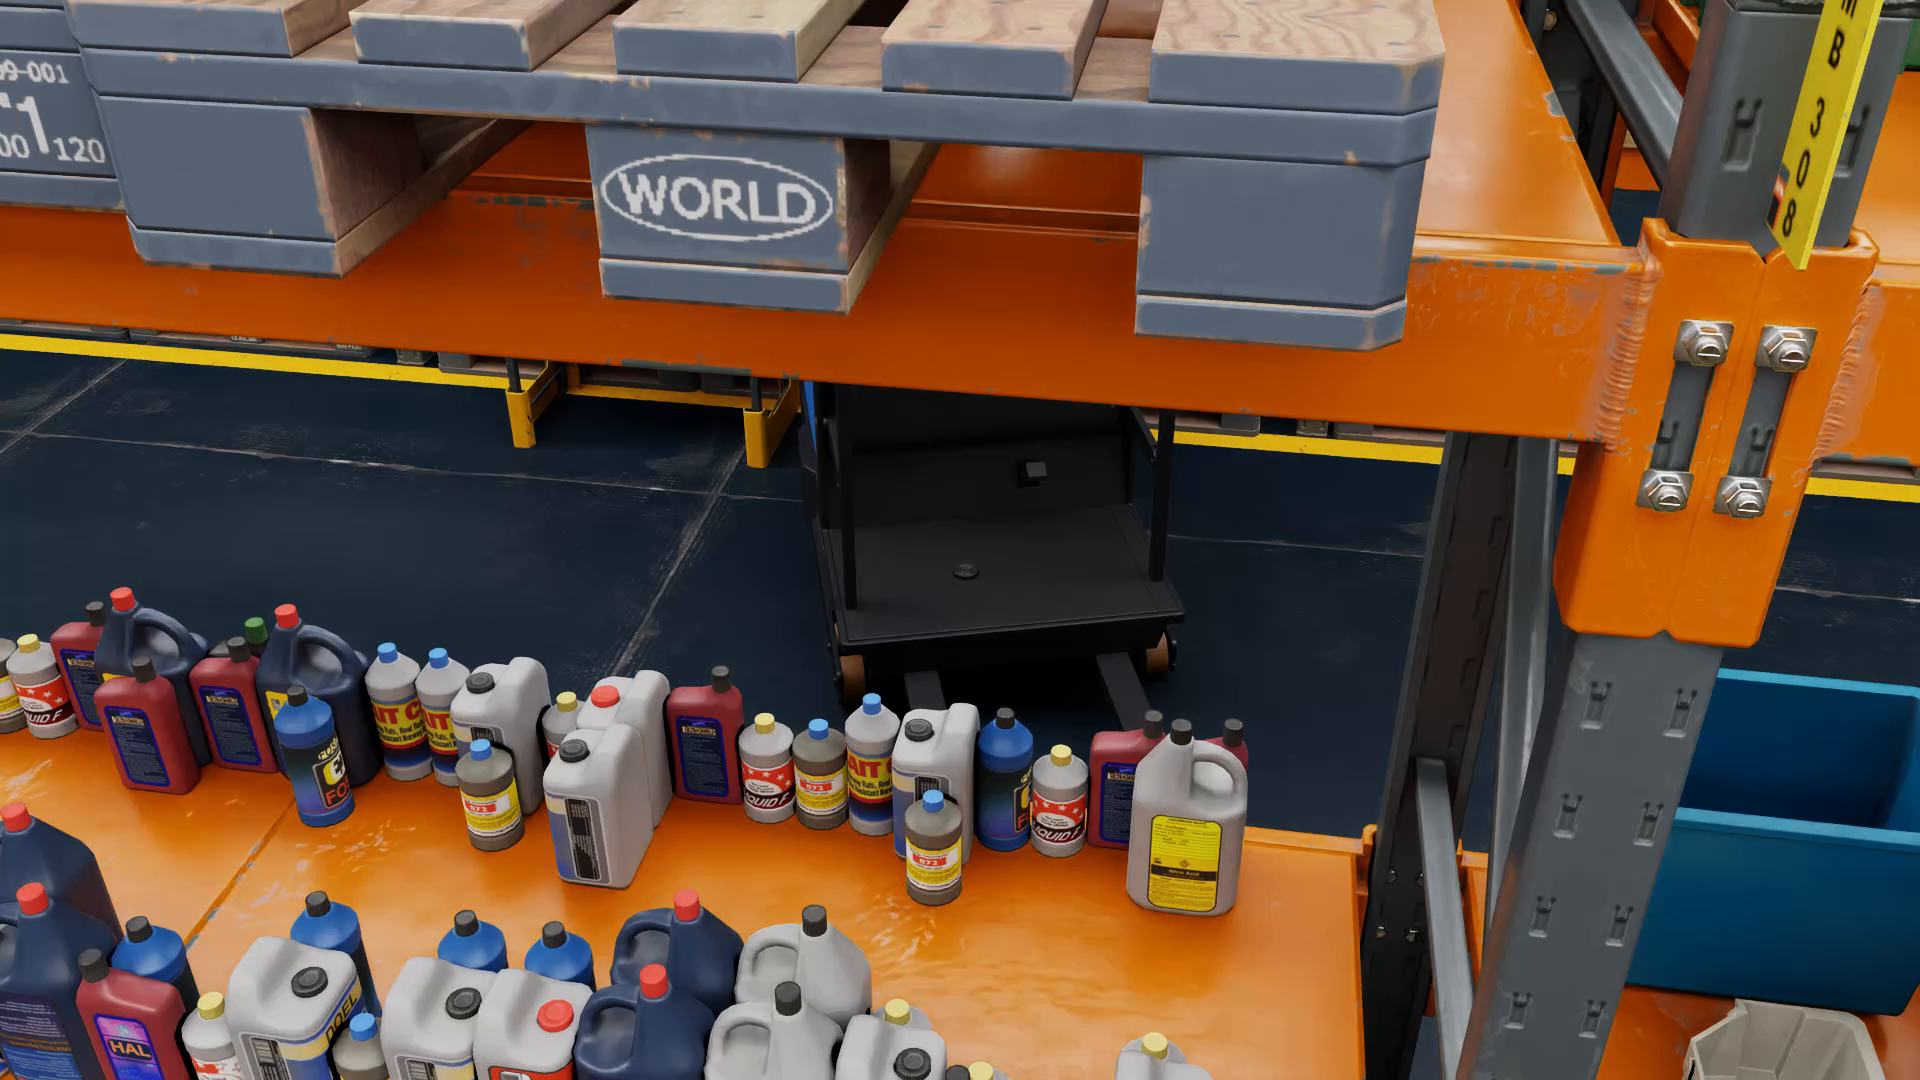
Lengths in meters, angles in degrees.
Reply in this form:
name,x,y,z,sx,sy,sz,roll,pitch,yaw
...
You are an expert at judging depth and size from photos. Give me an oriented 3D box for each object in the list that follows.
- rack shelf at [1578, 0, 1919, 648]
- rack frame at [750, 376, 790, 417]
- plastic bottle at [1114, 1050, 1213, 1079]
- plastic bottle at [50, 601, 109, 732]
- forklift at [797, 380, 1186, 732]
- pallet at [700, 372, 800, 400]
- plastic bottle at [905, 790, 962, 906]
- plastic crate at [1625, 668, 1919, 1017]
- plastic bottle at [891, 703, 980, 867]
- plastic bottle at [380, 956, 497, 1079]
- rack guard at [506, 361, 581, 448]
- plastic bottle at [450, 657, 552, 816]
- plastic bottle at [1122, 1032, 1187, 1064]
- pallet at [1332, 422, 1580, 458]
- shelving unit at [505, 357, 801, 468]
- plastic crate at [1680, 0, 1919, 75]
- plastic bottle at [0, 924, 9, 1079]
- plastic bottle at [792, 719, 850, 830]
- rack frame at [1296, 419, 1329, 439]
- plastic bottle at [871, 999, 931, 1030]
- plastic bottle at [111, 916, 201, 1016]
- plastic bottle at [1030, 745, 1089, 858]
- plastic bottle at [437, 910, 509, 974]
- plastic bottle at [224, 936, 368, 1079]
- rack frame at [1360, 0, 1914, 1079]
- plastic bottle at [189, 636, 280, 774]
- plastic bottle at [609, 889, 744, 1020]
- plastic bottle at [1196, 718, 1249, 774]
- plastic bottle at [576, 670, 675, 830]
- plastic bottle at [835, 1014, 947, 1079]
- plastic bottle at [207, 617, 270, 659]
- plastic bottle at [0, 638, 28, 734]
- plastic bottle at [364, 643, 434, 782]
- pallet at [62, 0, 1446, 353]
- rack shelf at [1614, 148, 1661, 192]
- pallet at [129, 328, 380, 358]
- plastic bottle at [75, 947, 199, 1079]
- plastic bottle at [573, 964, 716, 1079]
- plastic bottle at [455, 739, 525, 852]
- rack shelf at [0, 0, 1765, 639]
name,x,y,z,sx,sy,sz,roll,pitch,yaw
rack shelf,2.683,-0.157,1.525,4.000,0.370,1.077,5,32,8
rack frame,-0.773,-1.081,6.563,0.032,1.500,0.500,5,32,8
plastic bottle,0.268,0.817,2.234,0.135,0.276,0.152,5,32,8
plastic bottle,-1.635,0.238,3.153,0.133,0.283,0.061,5,32,8
forklift,0.100,-0.913,4.946,1.130,2.935,3.031,-5,32,-8
pallet,-0.466,-0.938,7.550,1.213,0.211,1.003,5,32,8
plastic bottle,-0.044,0.508,2.798,0.097,0.201,0.097,0,32,0
plastic crate,1.229,0.475,2.622,0.575,0.384,0.392,5,32,8
plastic bottle,-0.042,0.410,2.885,0.135,0.276,0.152,5,32,8
plastic bottle,-0.722,0.727,2.378,0.135,0.276,0.152,5,32,8
rack guard,-1.757,-0.640,7.036,0.087,0.250,0.587,5,32,8
plastic bottle,-0.822,0.339,2.998,0.135,0.276,0.152,5,32,8
plastic bottle,0.271,0.782,2.361,0.097,0.201,0.097,0,32,0
pallet,2.225,-0.716,7.195,1.213,0.211,1.003,5,32,8
shelving unit,-1.266,-1.125,6.634,1.083,1.500,0.587,5,32,8
plastic crate,1.180,-0.671,1.868,0.662,0.188,0.450,5,32,8
plastic bottle,-1.493,0.658,2.489,0.135,0.276,0.152,5,32,8
plastic bottle,-0.247,0.408,2.958,0.097,0.201,0.097,0,32,0
rack frame,1.548,-1.960,6.554,0.127,3.000,1.000,5,32,8
plastic bottle,-0.089,0.749,2.413,0.097,0.201,0.097,0,32,0
plastic bottle,-1.190,0.669,2.476,0.097,0.271,0.097,0,32,0
plastic bottle,0.173,0.446,2.897,0.097,0.201,0.097,0,32,0
plastic bottle,-0.719,0.662,2.486,0.097,0.271,0.097,0,32,0
plastic bottle,-0.950,0.707,2.411,0.135,0.276,0.152,5,32,8
rack frame,0.711,0.631,2.415,0.127,3.000,1.000,5,32,8
plastic bottle,-1.331,0.298,3.056,0.133,0.283,0.061,5,32,8
plastic bottle,-0.408,0.649,2.433,0.185,0.351,0.144,5,32,8
plastic bottle,0.422,0.424,2.855,0.133,0.283,0.061,5,32,8
plastic bottle,-0.594,0.360,2.965,0.135,0.276,0.152,5,32,8
plastic bottle,-0.092,0.784,2.287,0.135,0.276,0.152,5,32,8
plastic bottle,-1.321,0.266,3.107,0.133,0.283,0.061,5,32,8
plastic bottle,-1.847,0.263,3.189,0.097,0.201,0.097,0,32,0
plastic bottle,-1.028,0.308,3.052,0.097,0.271,0.097,0,32,0
pallet,-0.078,-0.580,1.700,1.003,0.211,1.213,5,32,8
rack shelf,3.520,-1.476,6.459,4.000,0.370,1.077,5,32,8
pallet,-3.200,-1.229,8.014,1.213,0.211,1.003,5,32,8
plastic bottle,-1.186,0.707,2.404,0.133,0.283,0.061,5,32,8
plastic bottle,-0.432,0.724,2.313,0.185,0.351,0.144,5,32,8
plastic bottle,-0.825,0.438,2.911,0.097,0.201,0.097,0,32,0
rack shelf,-1.260,-0.515,2.096,4.000,0.370,1.077,5,32,8
